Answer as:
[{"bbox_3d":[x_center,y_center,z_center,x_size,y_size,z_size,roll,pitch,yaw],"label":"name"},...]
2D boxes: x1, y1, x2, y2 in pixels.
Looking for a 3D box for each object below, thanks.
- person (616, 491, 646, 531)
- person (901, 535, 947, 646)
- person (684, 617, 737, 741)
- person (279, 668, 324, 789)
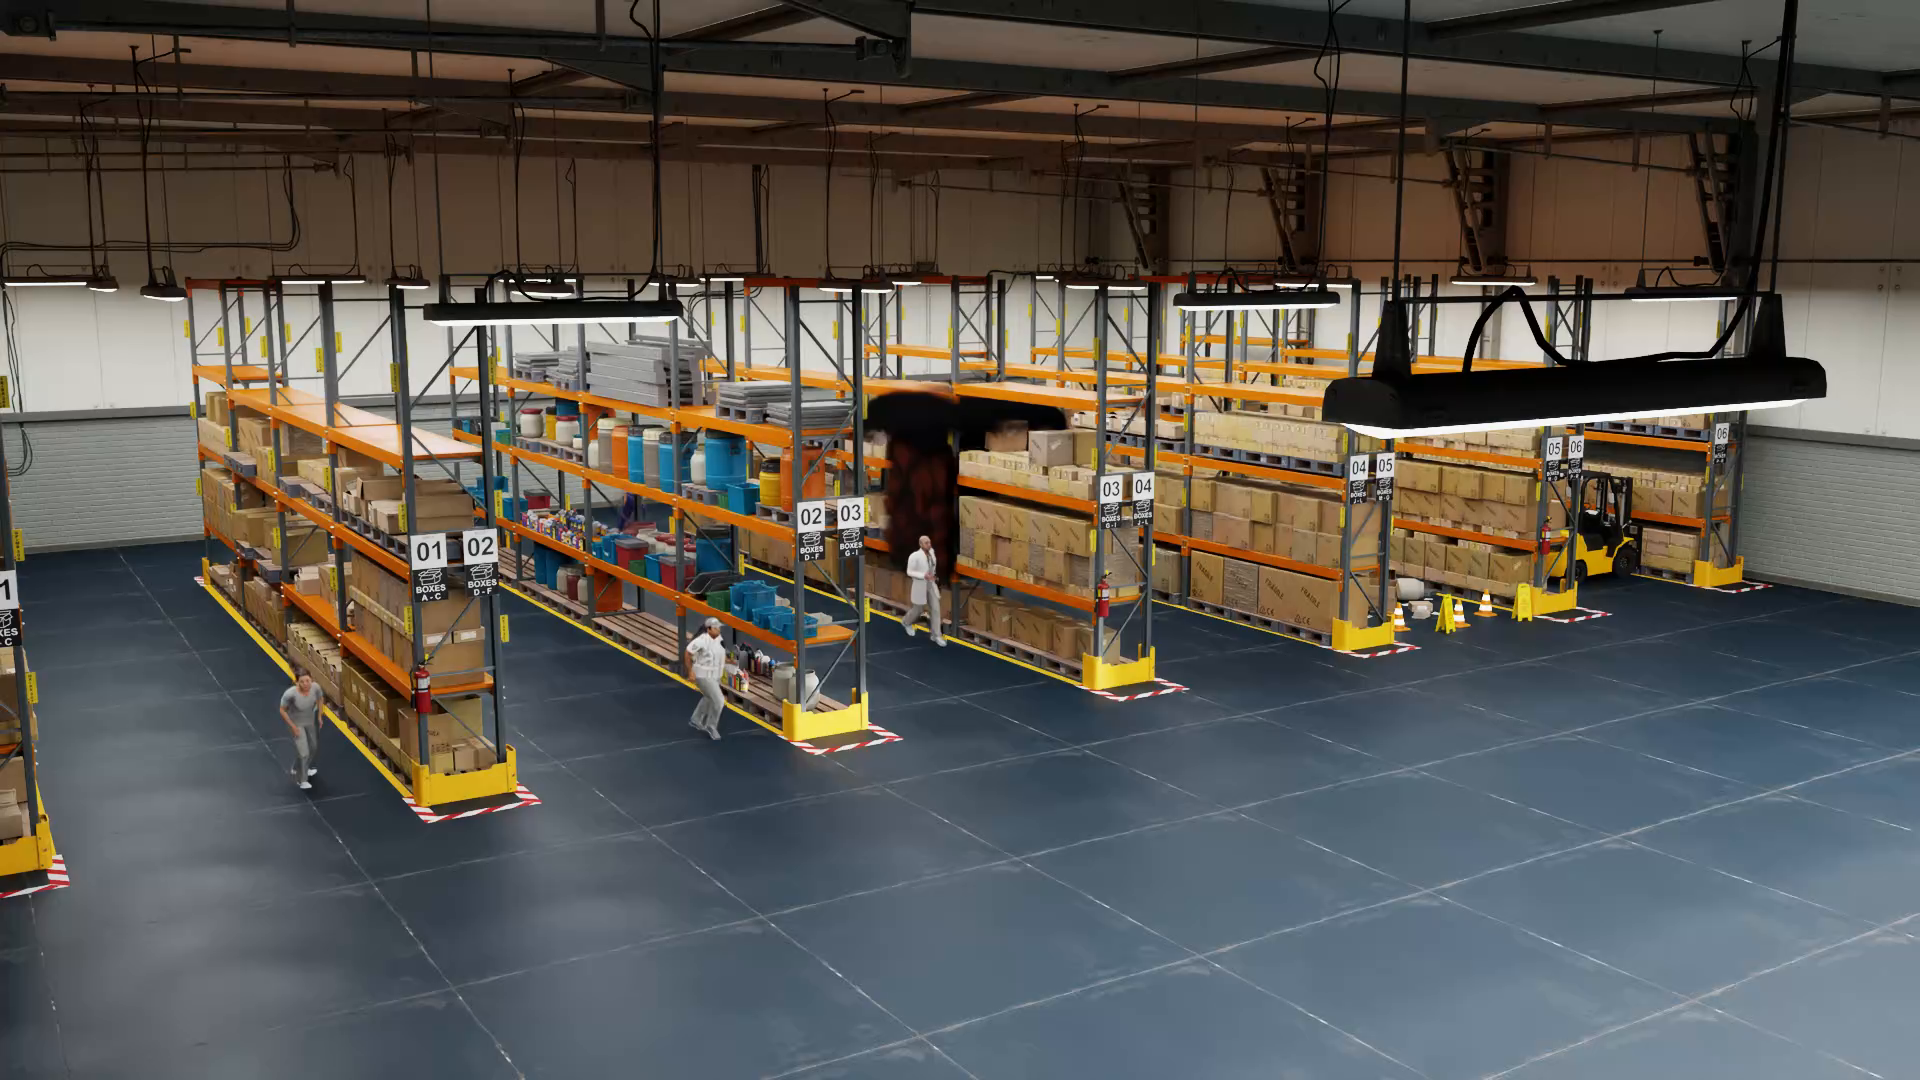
[{"bbox_3d":[-7.665,-0.920,38.643,0.757,1.597,0.586,-3,10,-17],"label":"person"},{"bbox_3d":[-0.625,0.792,27.244,0.676,1.780,1.071,-7,12,-34],"label":"person"},{"bbox_3d":[-3.354,1.848,22.193,0.819,1.681,0.564,5,11,27],"label":"person"},{"bbox_3d":[-7.988,2.238,20.159,0.802,1.540,0.632,6,11,33],"label":"person"}]
